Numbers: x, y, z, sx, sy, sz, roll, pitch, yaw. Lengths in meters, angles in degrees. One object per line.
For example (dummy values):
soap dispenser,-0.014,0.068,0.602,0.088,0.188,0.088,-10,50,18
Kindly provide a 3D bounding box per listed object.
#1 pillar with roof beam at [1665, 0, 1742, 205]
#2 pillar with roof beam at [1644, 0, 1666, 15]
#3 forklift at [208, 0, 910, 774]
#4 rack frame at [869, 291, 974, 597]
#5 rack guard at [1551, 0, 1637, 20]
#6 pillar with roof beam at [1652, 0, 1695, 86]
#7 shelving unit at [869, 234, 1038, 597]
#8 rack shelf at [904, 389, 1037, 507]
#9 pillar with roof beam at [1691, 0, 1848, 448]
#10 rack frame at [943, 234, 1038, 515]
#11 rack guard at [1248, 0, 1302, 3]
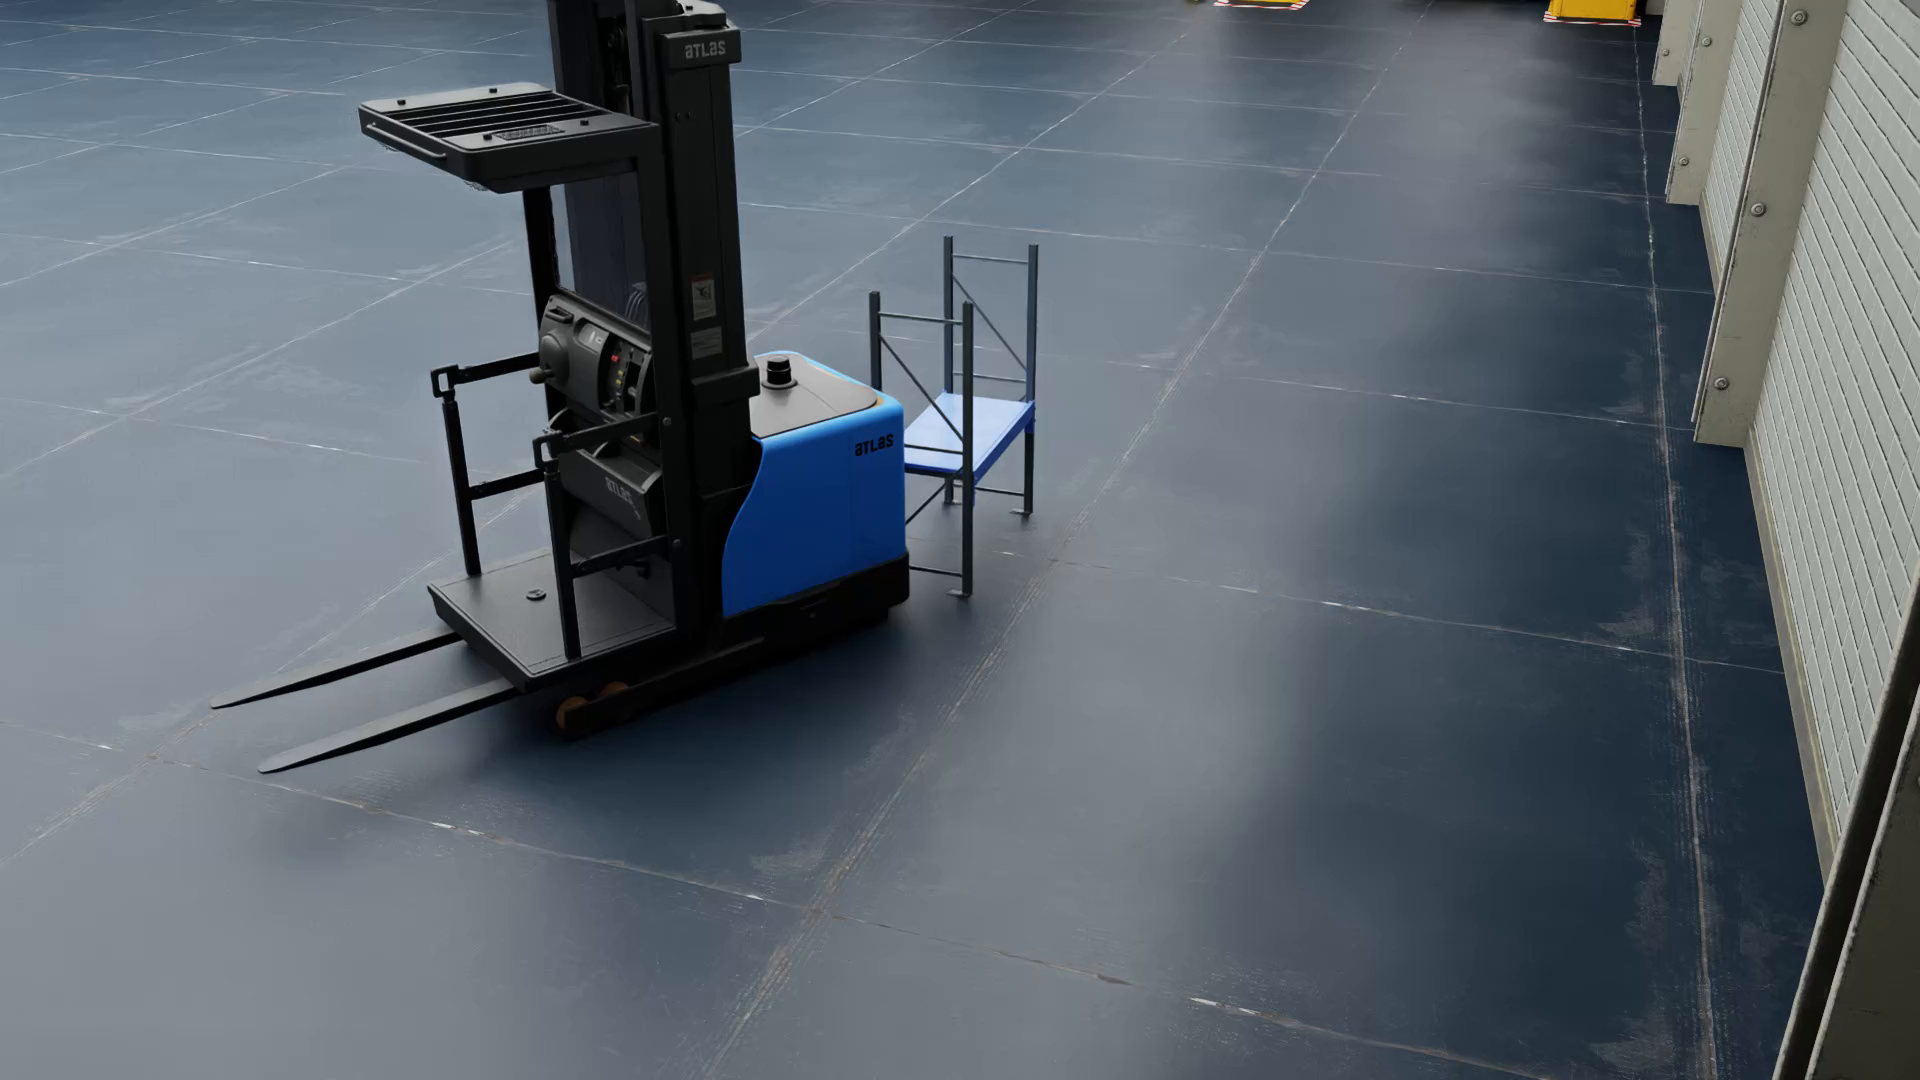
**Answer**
pillar with roof beam,2.548,-7.787,14.507,9.100,9.000,0.400,9,27,17
pillar with roof beam,6.541,-12.719,24.692,9.100,9.000,0.400,9,27,17
forklift,-1.710,-0.747,6.930,3.031,2.935,1.130,-19,32,-34
rack frame,-0.179,-0.437,7.931,0.500,1.500,0.032,9,27,17
rack guard,9.511,-8.104,24.914,1.175,0.500,0.348,9,27,17
pillar with roof beam,4.544,-10.253,19.600,9.100,9.000,0.400,9,27,17
shelving unit,-0.012,-0.646,8.363,0.538,1.500,1.048,9,27,17
rack shelf,-0.012,-0.484,8.442,0.538,0.185,1.000,9,27,17
pillar with roof beam,0.551,-5.322,9.415,9.100,9.000,0.400,9,27,17
rack frame,0.155,-0.855,8.795,0.500,1.500,0.032,9,27,17
rack guard,4.862,-8.863,26.482,1.175,0.500,0.348,9,27,17
